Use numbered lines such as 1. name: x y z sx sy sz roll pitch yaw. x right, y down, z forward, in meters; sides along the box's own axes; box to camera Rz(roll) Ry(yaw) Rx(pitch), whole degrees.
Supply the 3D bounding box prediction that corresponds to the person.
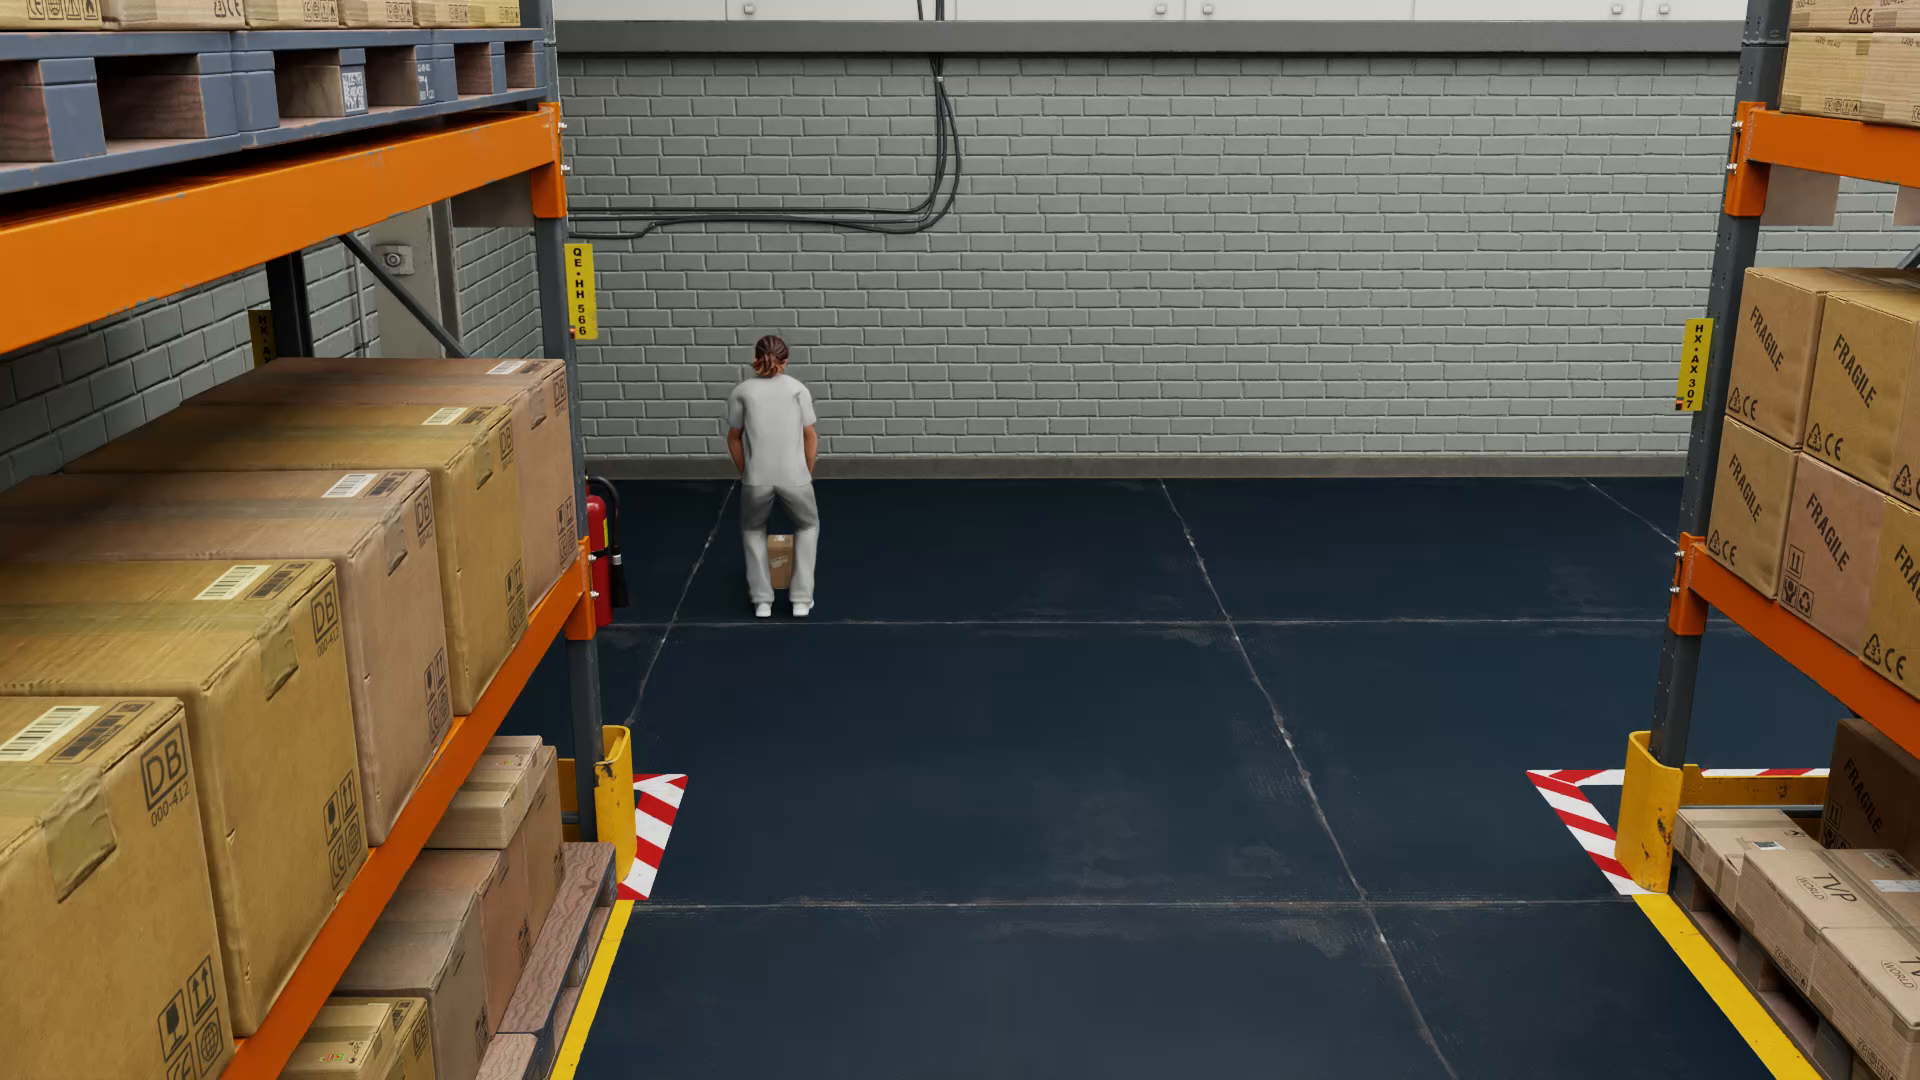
1. person: -1.008 -0.333 8.948 0.486 1.493 0.553 0 17 0
